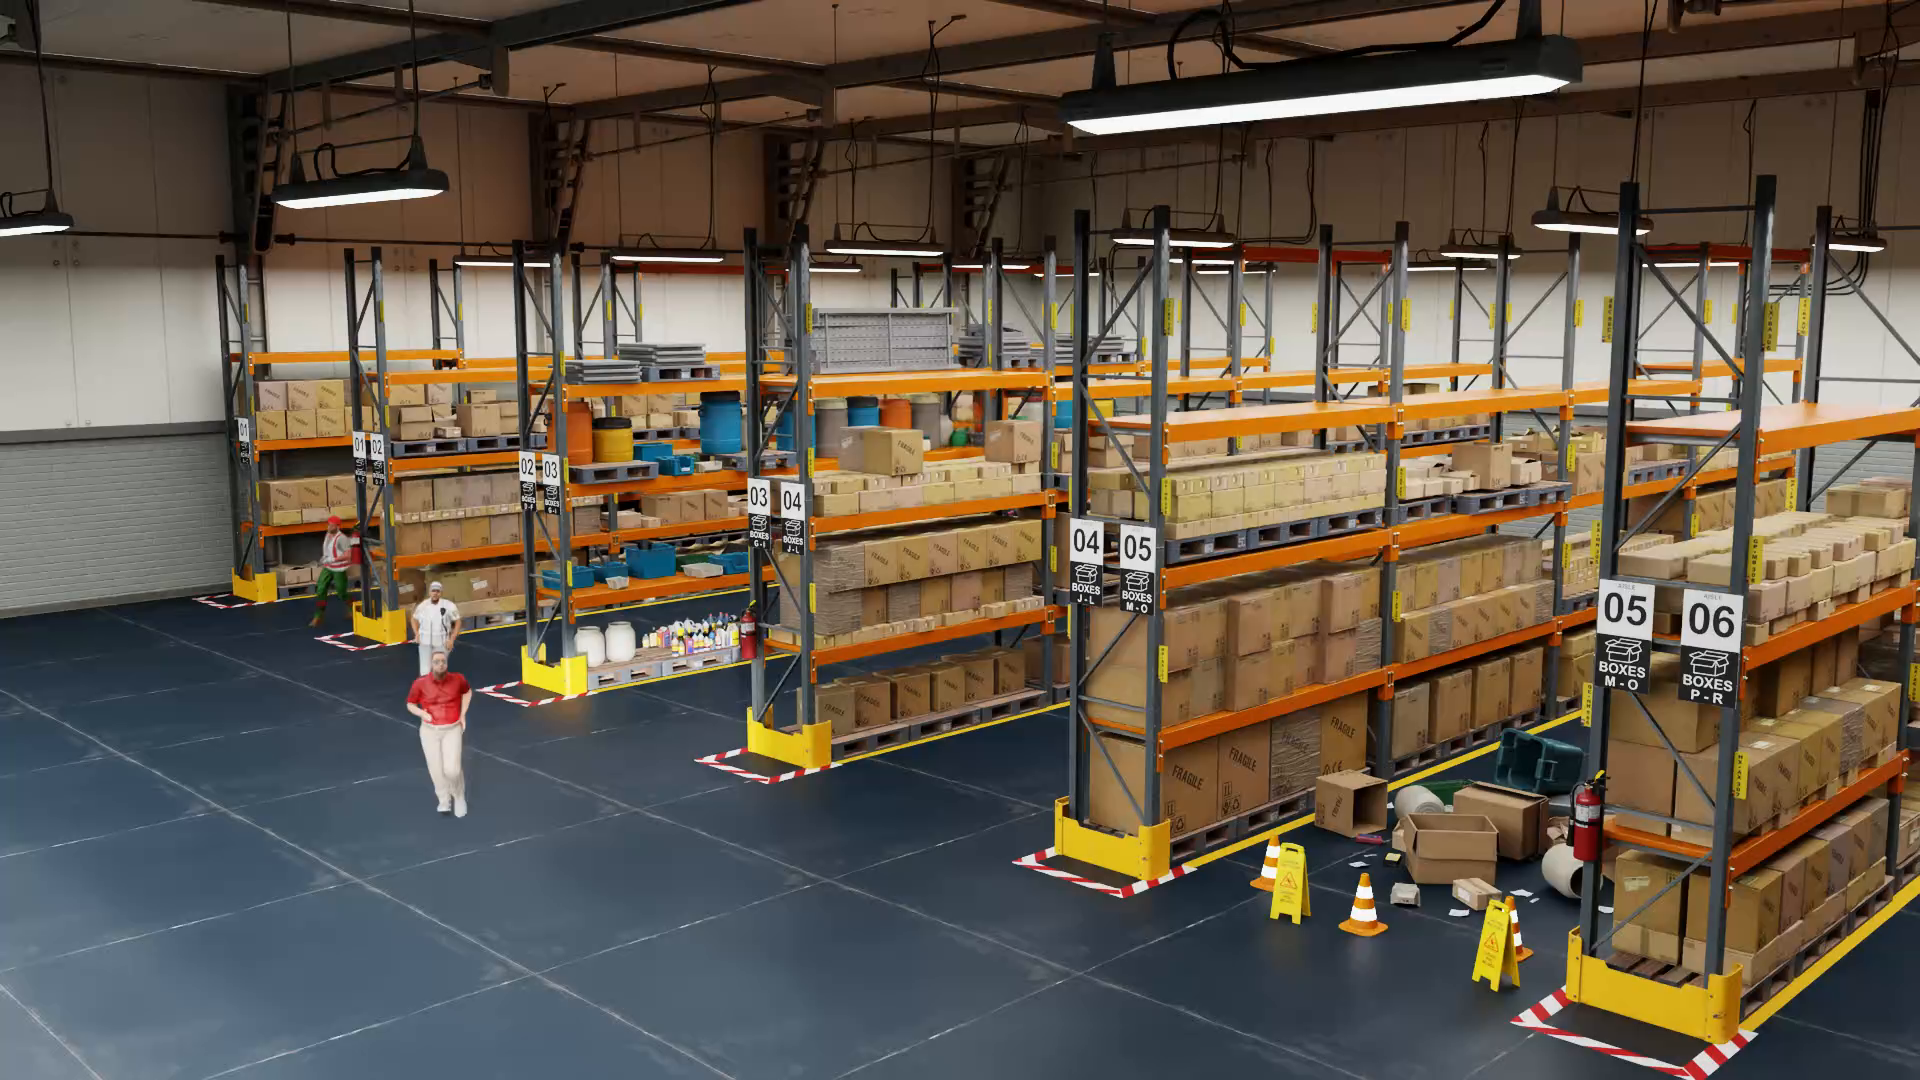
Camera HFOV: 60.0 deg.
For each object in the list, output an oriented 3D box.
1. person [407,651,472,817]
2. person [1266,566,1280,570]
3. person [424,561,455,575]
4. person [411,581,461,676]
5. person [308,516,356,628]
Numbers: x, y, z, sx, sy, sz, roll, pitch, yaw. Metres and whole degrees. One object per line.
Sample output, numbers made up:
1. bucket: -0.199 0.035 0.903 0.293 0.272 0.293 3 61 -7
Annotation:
1. person: -5.228 1.979 16.708 0.600 1.743 0.671 -2 8 -17
2. person: 4.220 1.124 22.599 0.634 1.854 0.766 6 10 37
3. person: -8.893 0.242 28.581 0.658 1.843 0.769 5 10 33
4. person: -6.771 1.335 21.486 0.629 1.624 0.533 0 8 -2
5. person: -10.048 0.492 26.850 0.698 1.807 0.845 4 9 26
